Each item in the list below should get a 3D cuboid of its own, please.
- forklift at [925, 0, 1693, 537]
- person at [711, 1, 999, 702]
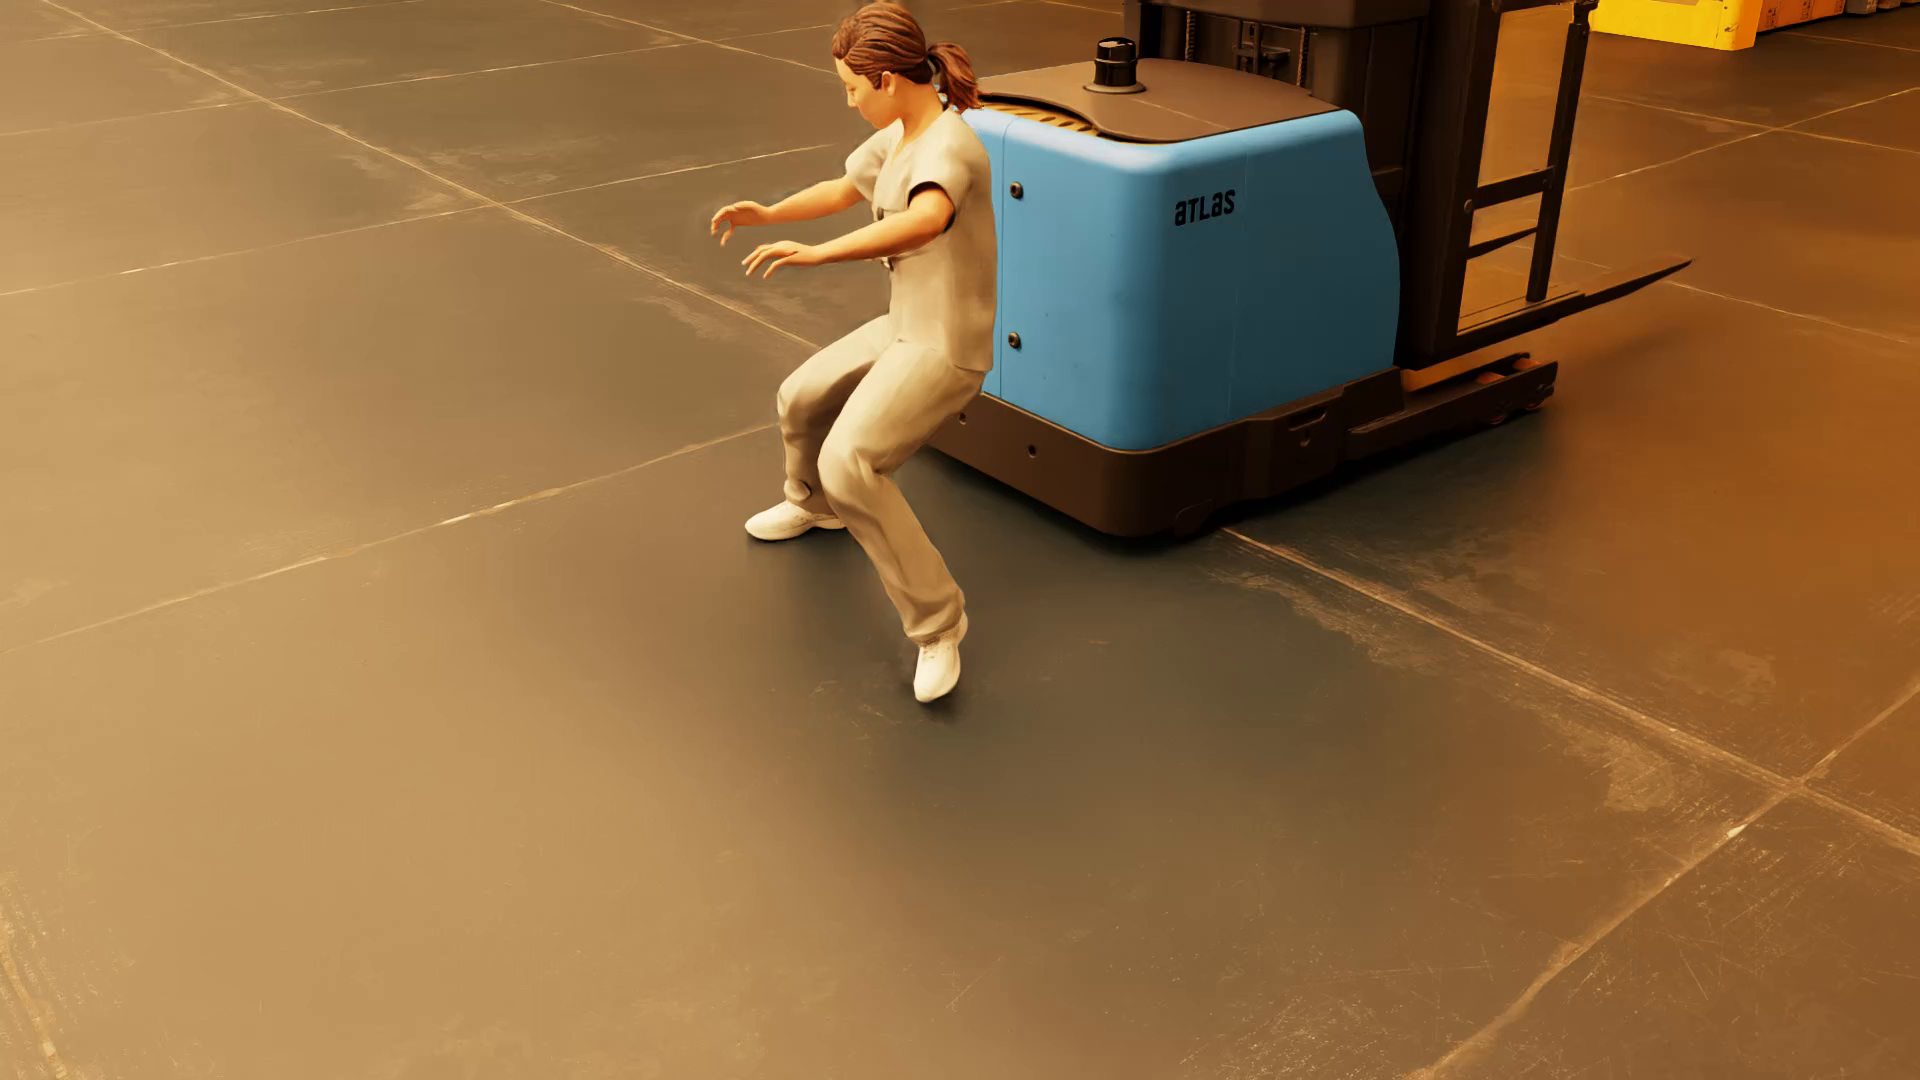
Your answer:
[{"bbox_3d":[1.287,-1.838,4.909,3.031,2.935,1.130,-20,32,-34],"label":"forklift"},{"bbox_3d":[-0.232,-0.471,3.846,0.645,1.425,1.091,-4,27,-8],"label":"person"}]
